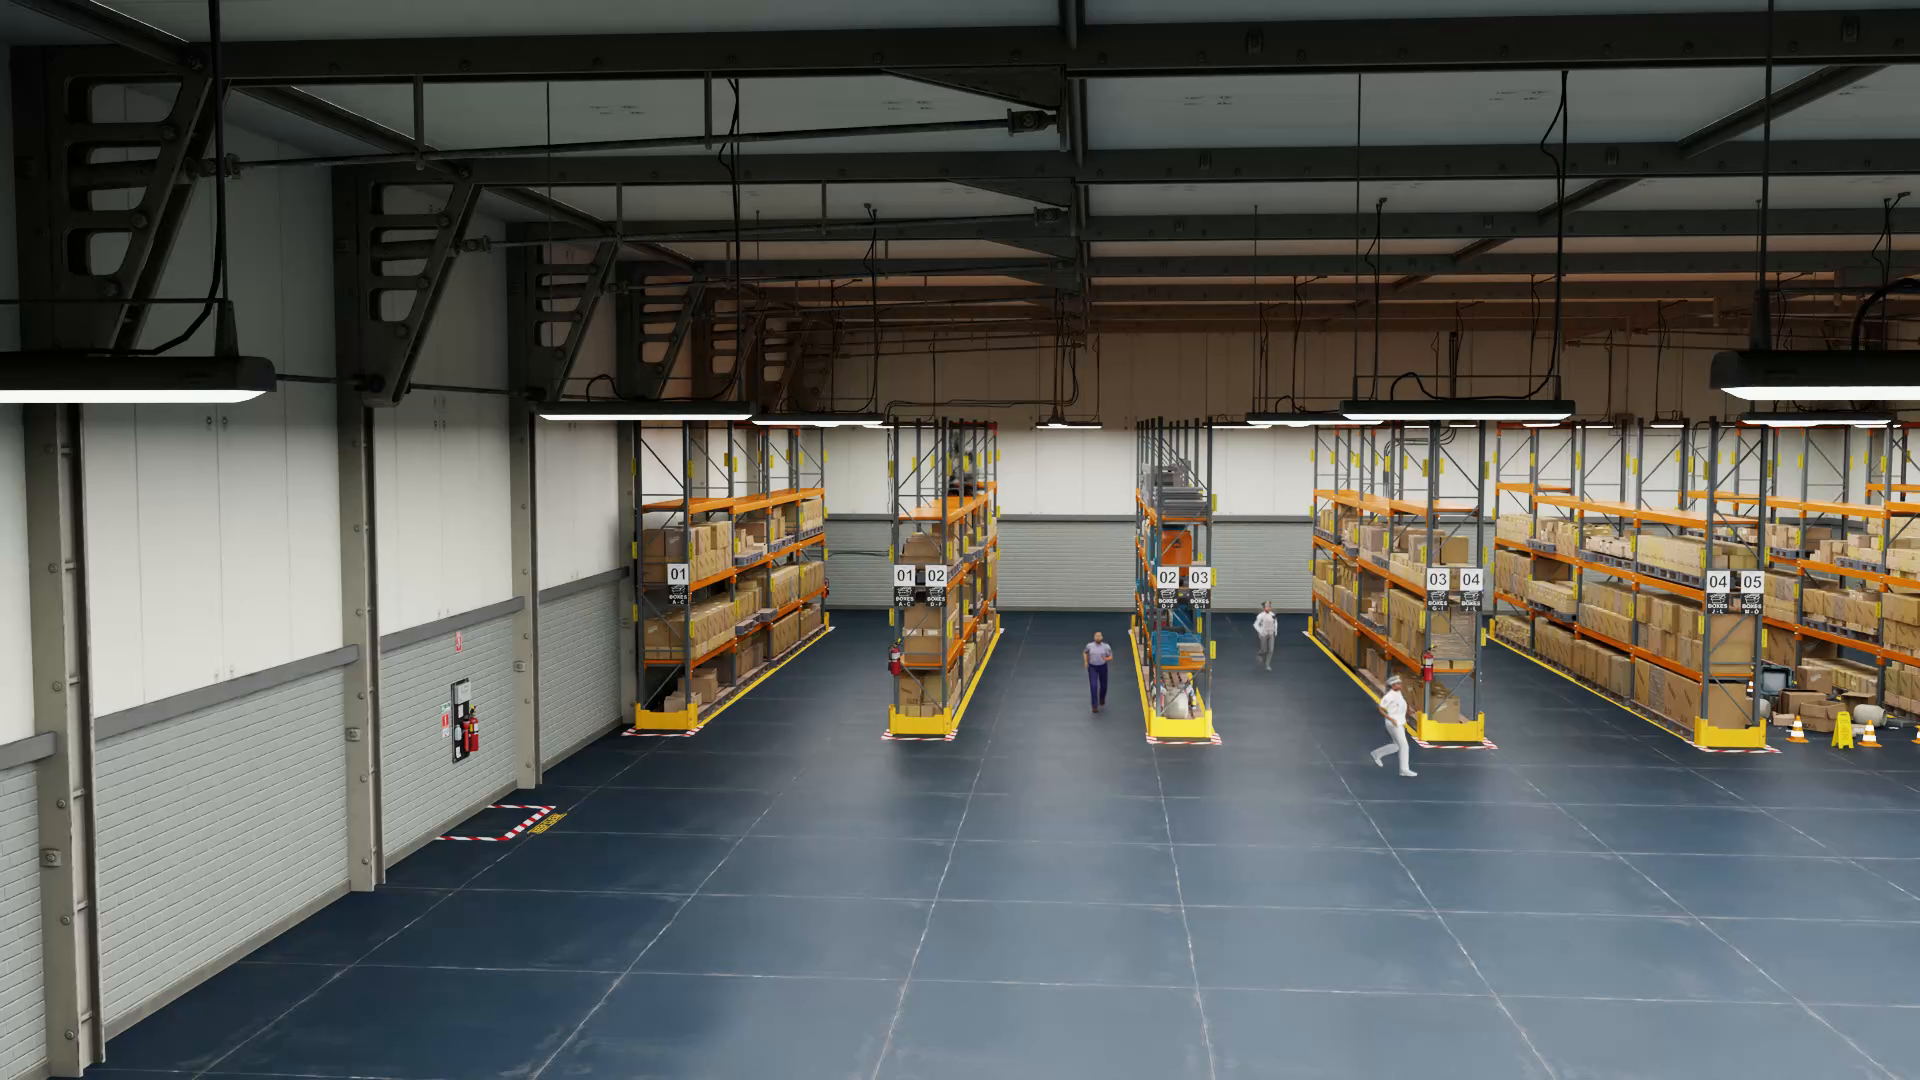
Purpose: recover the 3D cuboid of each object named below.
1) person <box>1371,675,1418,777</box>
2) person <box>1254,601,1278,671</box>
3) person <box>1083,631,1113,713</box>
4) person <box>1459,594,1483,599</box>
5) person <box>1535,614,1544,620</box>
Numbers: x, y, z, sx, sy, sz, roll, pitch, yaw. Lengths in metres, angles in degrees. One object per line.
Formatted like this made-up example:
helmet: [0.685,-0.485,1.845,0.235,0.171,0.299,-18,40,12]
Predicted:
person: [7.237,3.071,27.710,0.831,1.670,0.588,3,5,35]
person: [7.384,2.287,40.036,0.617,1.671,0.696,-1,4,-9]
person: [2.823,2.671,34.016,0.613,1.625,0.910,0,4,2]
person: [14.388,1.861,46.976,0.666,1.679,0.635,-1,4,-20]
person: [16.334,1.774,47.053,0.684,1.713,0.681,-3,5,-35]
